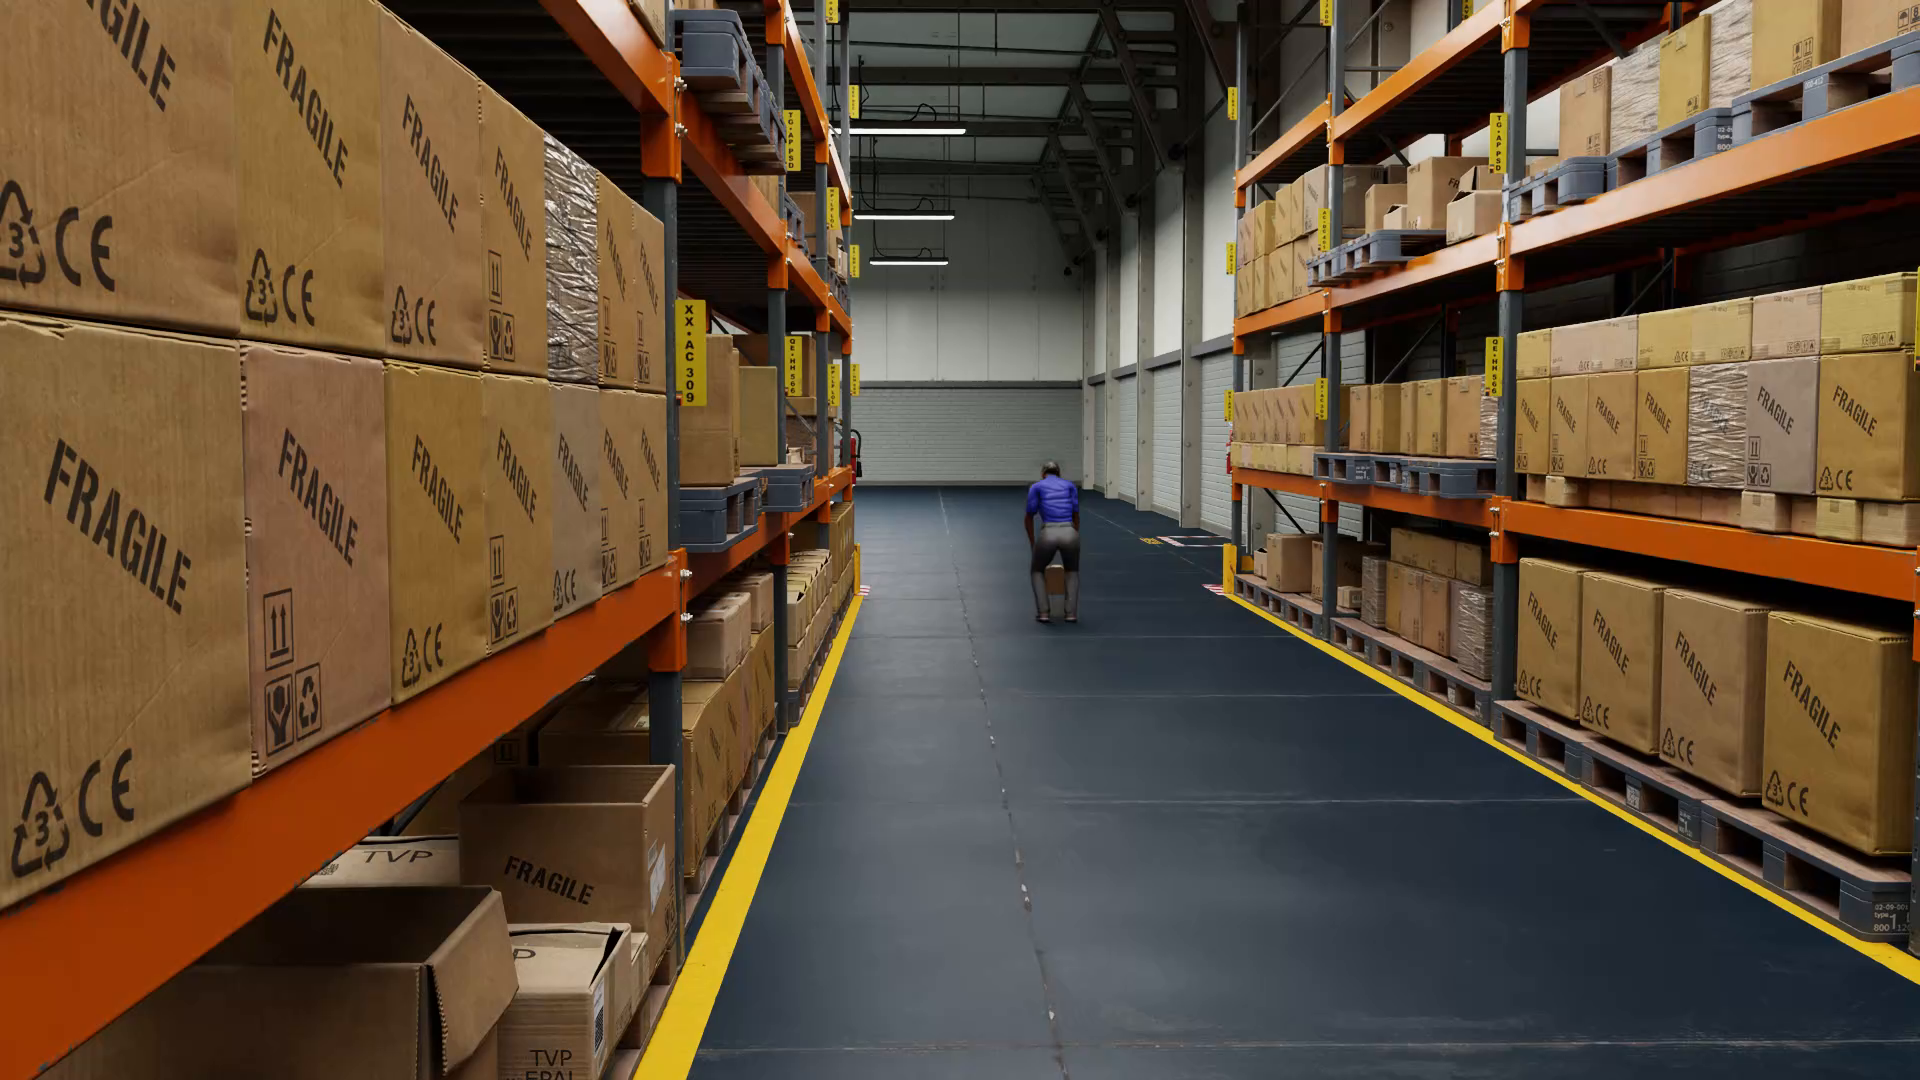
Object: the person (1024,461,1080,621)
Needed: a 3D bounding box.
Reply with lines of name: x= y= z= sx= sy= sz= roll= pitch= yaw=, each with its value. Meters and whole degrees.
person: x=0.818 y=0.011 z=14.746 sx=0.494 sy=1.417 sz=0.499 roll=0 pitch=4 yaw=-1
